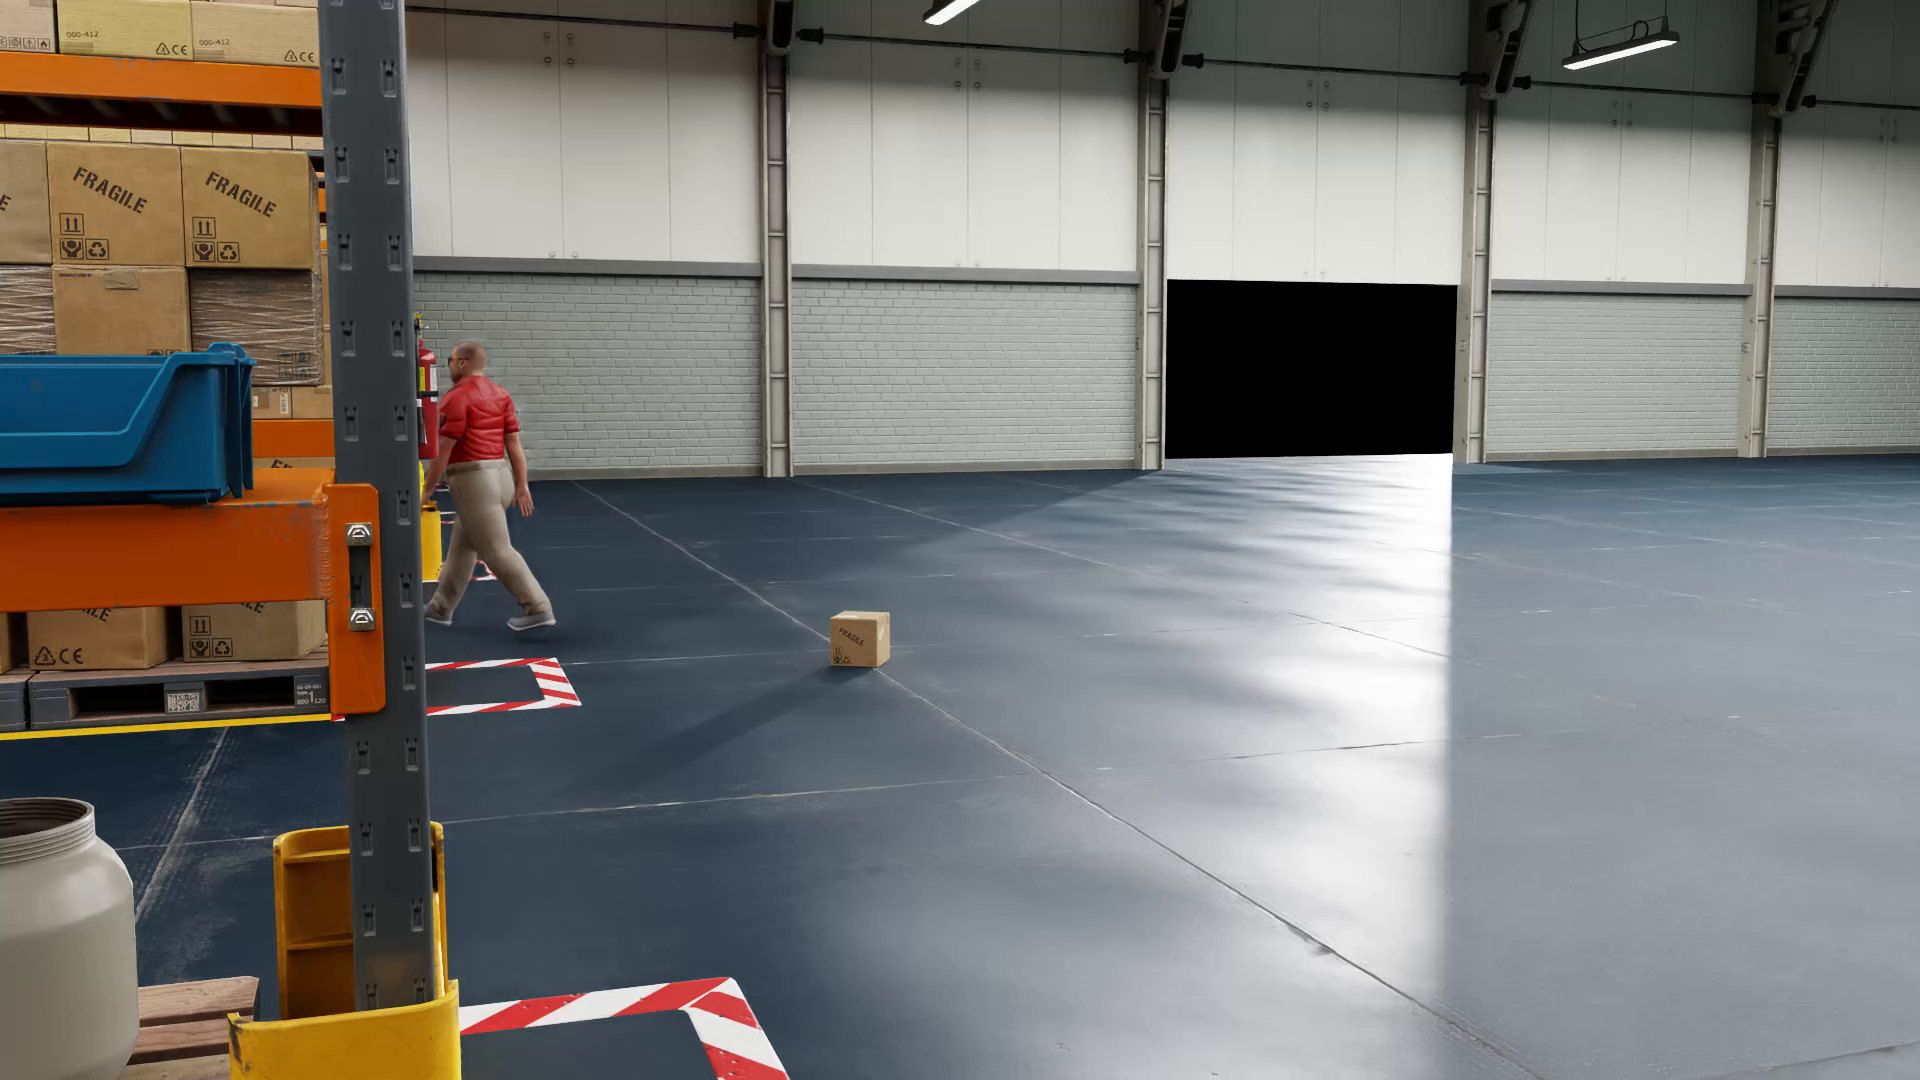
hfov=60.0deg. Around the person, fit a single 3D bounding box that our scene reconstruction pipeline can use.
[{"bbox_3d":[-2.799,-0.303,9.479,1.106,1.657,0.550,2,6,16],"label":"person"}]
